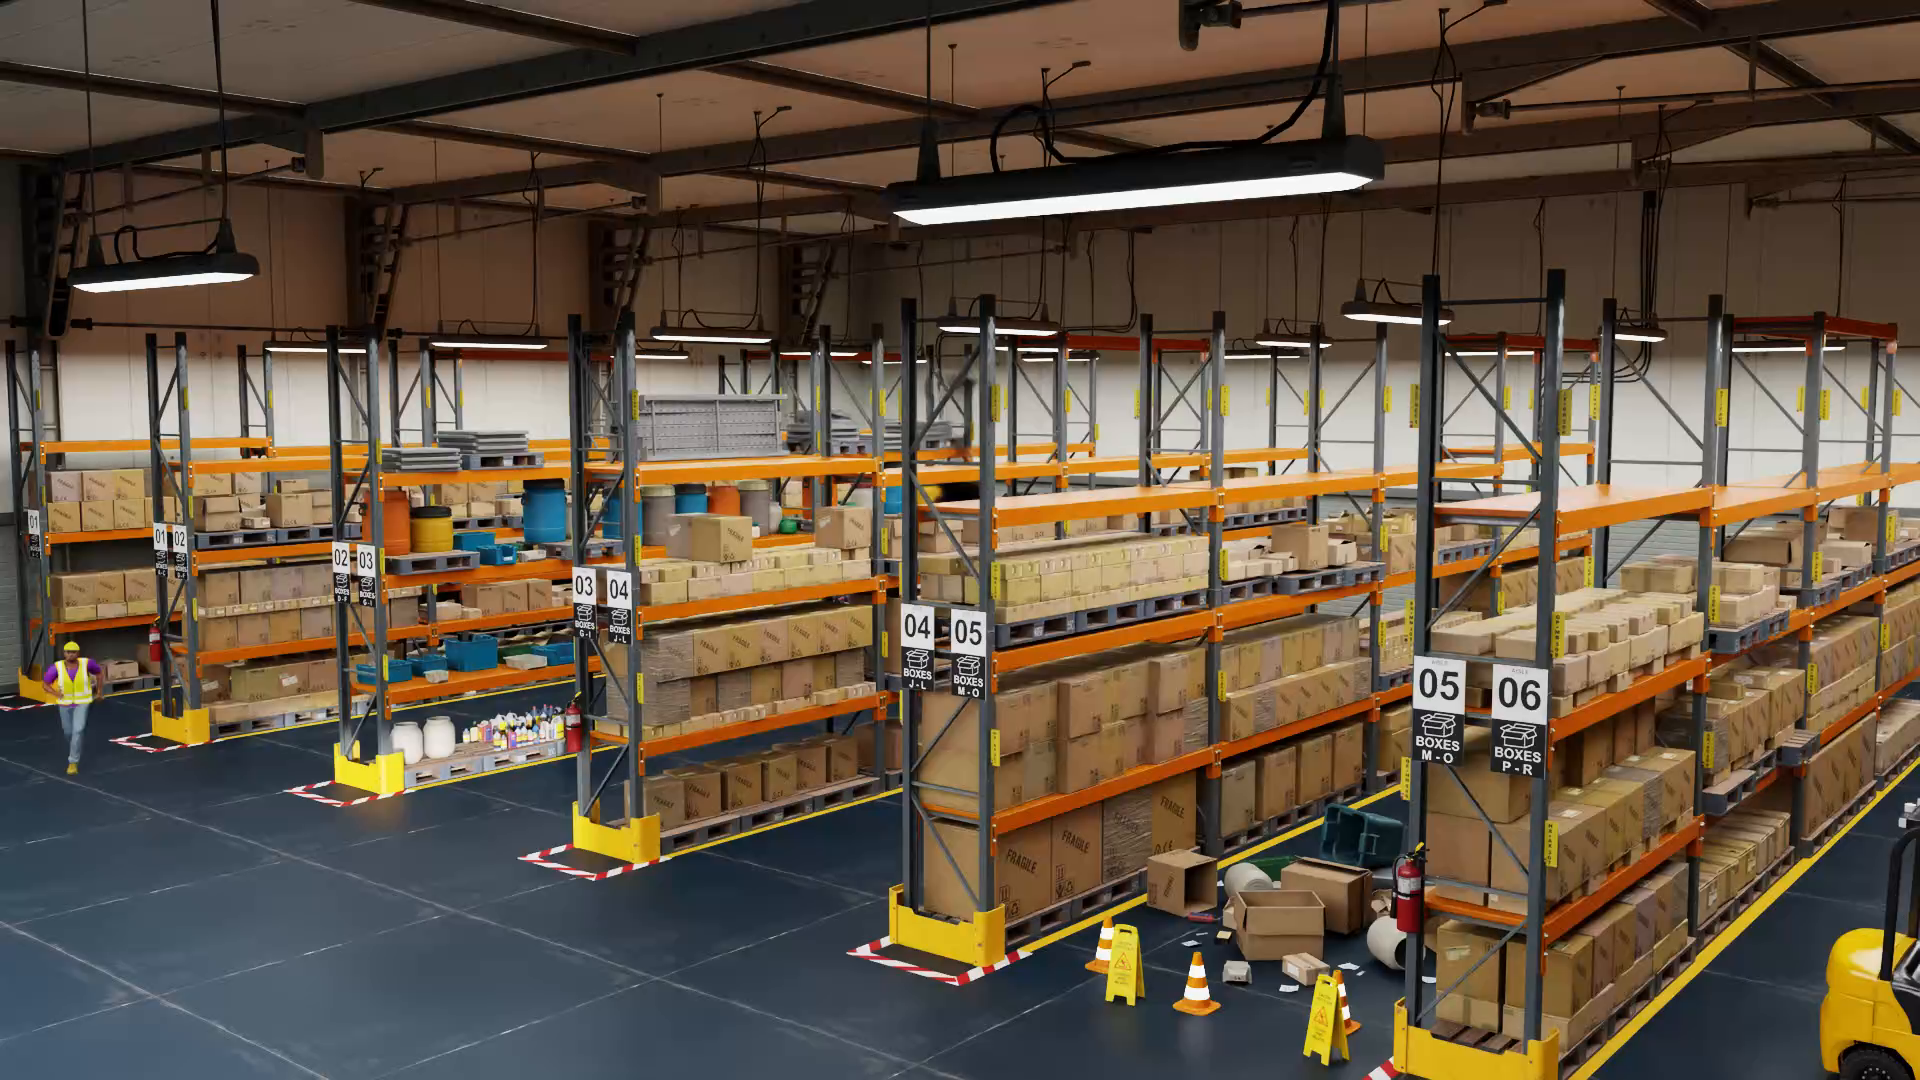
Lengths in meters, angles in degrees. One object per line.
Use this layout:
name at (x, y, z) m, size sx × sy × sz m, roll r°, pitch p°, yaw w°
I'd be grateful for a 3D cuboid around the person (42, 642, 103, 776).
person at (-12.109, 2.244, 22.715) m, size 0.726 × 1.761 × 1.028 m, roll -2°, pitch 6°, yaw -24°
